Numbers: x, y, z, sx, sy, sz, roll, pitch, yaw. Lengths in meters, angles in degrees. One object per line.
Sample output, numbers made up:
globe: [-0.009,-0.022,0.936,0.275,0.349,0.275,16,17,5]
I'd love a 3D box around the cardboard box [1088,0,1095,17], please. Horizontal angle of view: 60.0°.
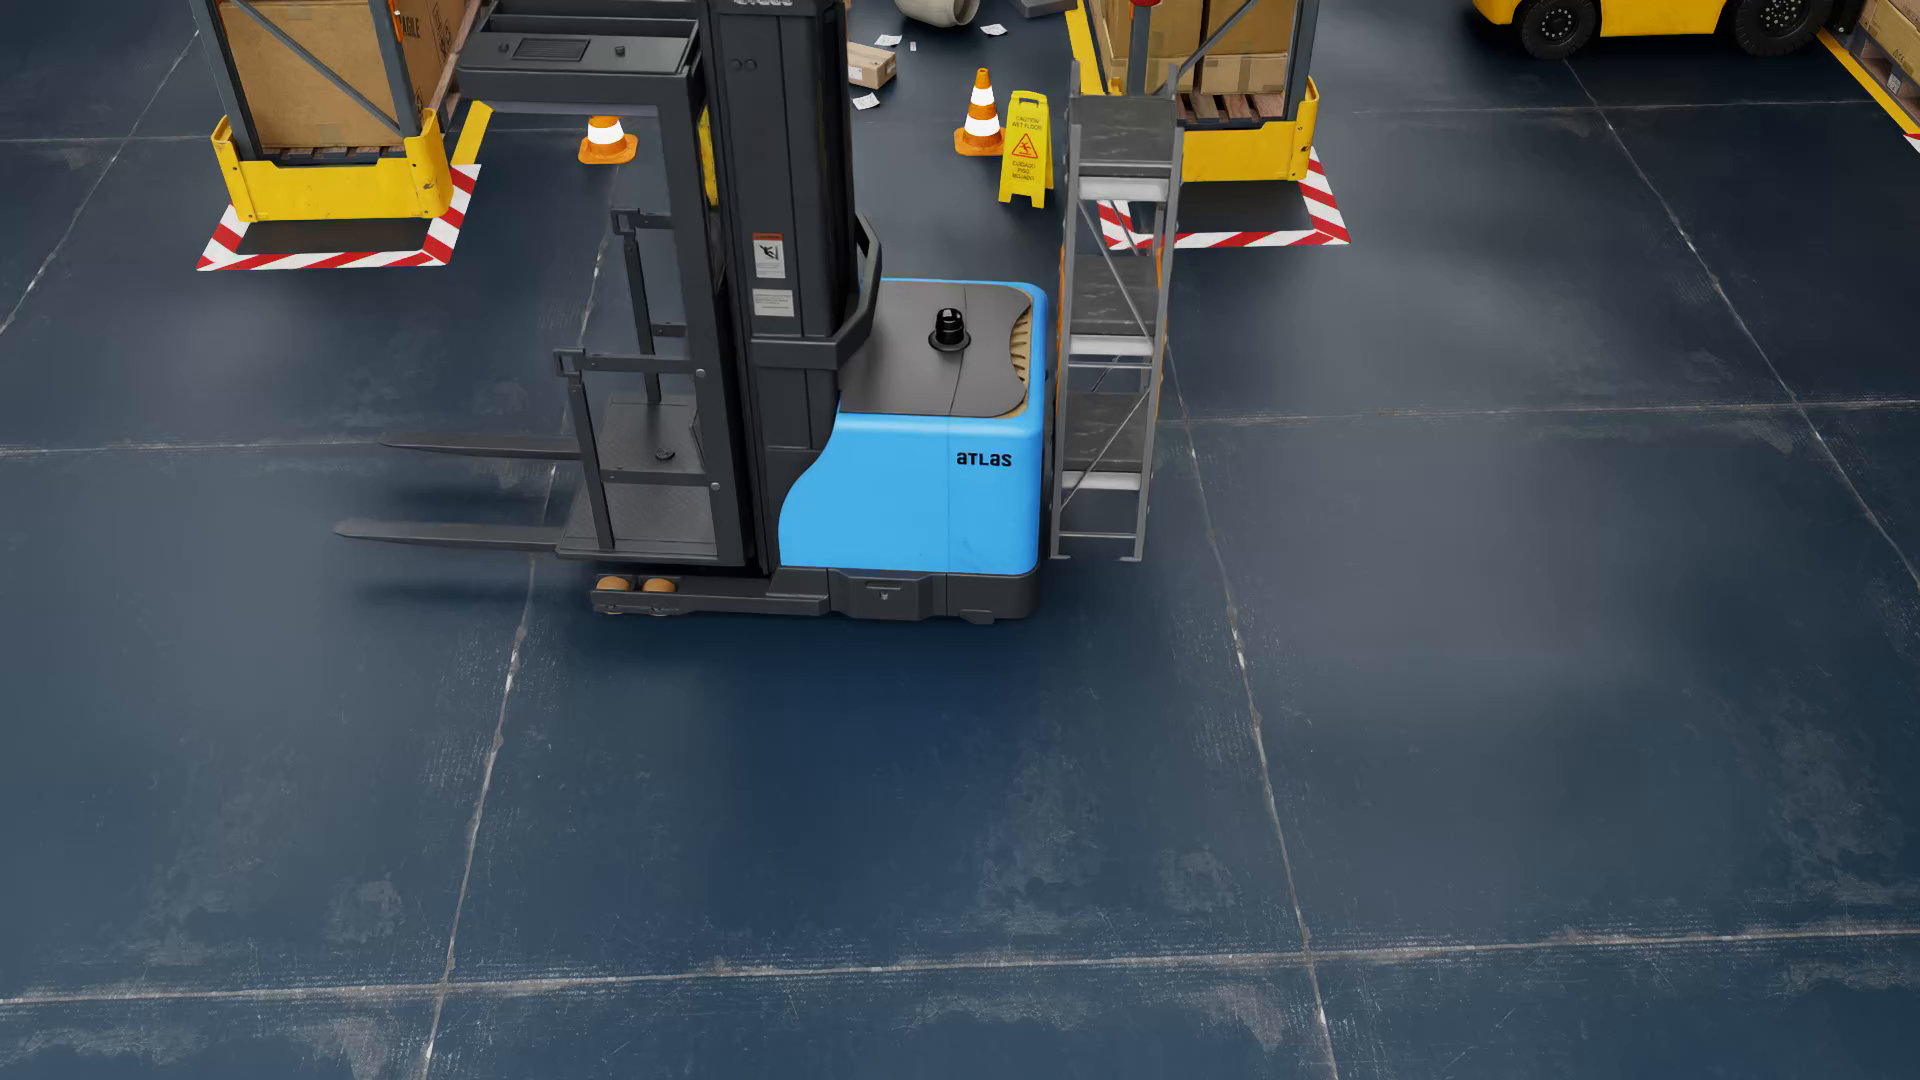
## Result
cardboard box: [1.098,-3.632,10.866,0.500,0.250,0.500,-3,43,-3]

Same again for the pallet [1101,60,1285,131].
pallet: [1.440,-2.822,10.323,1.003,0.211,1.213,-2,43,-2]

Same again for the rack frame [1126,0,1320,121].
rack frame: [1.443,-3.250,8.725,1.000,3.000,0.127,-2,43,-2]

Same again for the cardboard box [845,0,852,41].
cardboard box: [-1.161,-3.443,10.783,0.797,0.503,0.637,-32,51,-30]

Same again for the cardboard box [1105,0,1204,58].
cardboard box: [1.148,-3.201,9.841,0.500,0.500,0.500,-1,43,-2]

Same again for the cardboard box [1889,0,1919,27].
cardboard box: [6.058,-3.379,10.220,0.500,0.250,0.500,-2,43,-2]

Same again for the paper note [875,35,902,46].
paper note: [-0.472,-3.310,10.996,0.148,0.019,0.142,12,44,13]

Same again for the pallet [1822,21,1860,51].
pallet: [6.279,-3.703,11.284,1.003,0.211,1.213,-2,43,-2]

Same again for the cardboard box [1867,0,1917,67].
cardboard box: [6.055,-3.180,10.373,0.500,0.250,0.500,-2,43,-2]

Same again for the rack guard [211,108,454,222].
rack guard: [-3.497,-2.102,9.323,1.175,0.500,0.348,-2,43,-2]

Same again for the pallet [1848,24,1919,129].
pallet: [6.328,-2.882,10.387,1.003,0.211,1.213,-2,43,-2]

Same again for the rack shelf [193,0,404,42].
rack shelf: [-3.583,-4.124,10.212,1.077,0.370,4.000,-2,43,-2]

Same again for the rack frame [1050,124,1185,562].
rack frame: [0.596,-0.689,6.598,0.400,2.100,0.015,2,43,2]

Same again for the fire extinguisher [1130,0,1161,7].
fire extinguisher: [0.987,-3.131,8.652,0.296,0.674,0.183,-2,43,-2]

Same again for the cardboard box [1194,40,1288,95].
cardboard box: [1.685,-2.943,10.115,0.500,0.250,0.500,-2,43,-2]

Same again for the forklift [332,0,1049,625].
forklift: [-1.155,-1.111,6.442,3.031,2.935,1.130,2,43,3]

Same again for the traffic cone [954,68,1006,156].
traffic cone: [0.136,-2.568,9.859,0.336,0.463,0.334,-2,43,-2]

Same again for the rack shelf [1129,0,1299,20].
rack shelf: [1.358,-4.335,10.441,1.077,0.370,4.000,-2,43,-2]

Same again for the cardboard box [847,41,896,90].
cardboard box: [-0.631,-3.025,10.590,0.380,0.149,0.250,19,46,20]

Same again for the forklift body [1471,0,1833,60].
forklift body: [4.499,-4.310,10.509,2.313,2.155,1.214,-2,43,-2]

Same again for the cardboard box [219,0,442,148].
cardboard box: [-3.593,-2.867,9.569,0.875,0.875,0.875,-1,43,-2]

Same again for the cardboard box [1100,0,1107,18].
cardboard box: [1.123,-3.553,10.225,0.500,0.500,0.500,0,43,0]

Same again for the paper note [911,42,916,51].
paper note: [-0.308,-3.247,10.935,0.032,0.001,0.123,-2,43,-2]

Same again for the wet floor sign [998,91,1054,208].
wet floor sign: [0.382,-2.223,9.347,0.267,0.644,0.232,12,44,13]

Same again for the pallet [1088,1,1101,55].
pallet: [1.392,-3.644,11.219,1.003,0.211,1.213,-2,43,-2]

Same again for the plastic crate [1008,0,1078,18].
plastic crate: [0.520,-3.790,11.476,0.402,0.080,0.583,-16,45,-16]

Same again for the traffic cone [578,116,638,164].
traffic cone: [-2.102,-2.503,9.788,0.336,0.463,0.334,-2,43,-2]

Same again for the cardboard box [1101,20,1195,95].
cardboard box: [1.139,-2.945,10.117,0.500,0.250,0.500,-2,43,-2]

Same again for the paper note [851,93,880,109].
paper note: [-0.586,-2.736,10.362,0.148,0.019,0.142,-16,45,-16]

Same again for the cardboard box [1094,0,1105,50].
cardboard box: [1.126,-3.279,10.481,0.500,0.250,0.500,-1,43,-2]

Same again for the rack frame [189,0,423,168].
rack frame: [-3.498,-3.039,8.496,1.000,3.000,0.127,-2,43,-2]

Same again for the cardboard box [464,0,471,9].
cardboard box: [-3.669,-4.076,10.889,0.875,0.875,0.875,-1,43,-1]

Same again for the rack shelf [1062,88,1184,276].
rack shelf: [0.608,-1.360,6.314,0.431,0.518,0.480,2,43,2]

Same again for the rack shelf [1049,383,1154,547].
rack shelf: [0.608,-0.328,7.260,0.431,0.518,0.480,2,43,2]

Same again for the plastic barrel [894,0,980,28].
plastic barrel: [-0.158,-3.651,11.069,0.512,0.421,0.421,27,49,27]

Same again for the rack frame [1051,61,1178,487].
rack frame: [0.619,-1.019,6.957,0.400,2.100,0.015,2,43,2]

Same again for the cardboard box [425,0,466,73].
cardboard box: [-3.633,-3.461,10.217,0.875,0.875,0.875,-2,43,-2]

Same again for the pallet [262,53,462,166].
pallet: [-3.611,-2.549,10.024,1.003,0.211,1.213,-2,43,-2]

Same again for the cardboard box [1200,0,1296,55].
cardboard box: [1.683,-3.236,9.879,0.500,0.500,0.500,-3,43,-3]

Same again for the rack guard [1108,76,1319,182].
rack guard: [1.440,-2.379,9.626,1.175,0.500,0.348,-2,43,-2]

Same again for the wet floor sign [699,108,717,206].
wet floor sign: [-1.519,-2.209,9.332,0.267,0.644,0.232,-8,43,-9]

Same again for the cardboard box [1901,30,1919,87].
cardboard box: [6.066,-2.844,10.007,0.500,0.250,0.500,-1,43,-1]

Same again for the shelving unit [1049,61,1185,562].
shelving unit: [0.608,-0.854,6.778,0.431,2.100,0.503,2,43,2]

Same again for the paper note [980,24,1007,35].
paper note: [0.228,-3.412,11.100,0.142,0.019,0.148,-16,45,-16]

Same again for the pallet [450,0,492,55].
pallet: [-3.659,-3.371,10.921,1.003,0.211,1.213,-2,43,-2]

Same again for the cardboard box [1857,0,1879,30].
cardboard box: [6.042,-3.518,10.742,0.500,0.250,0.500,-1,43,-1]

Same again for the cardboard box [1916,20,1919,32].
cardboard box: [6.069,-3.040,9.850,0.500,0.250,0.500,-2,43,-2]

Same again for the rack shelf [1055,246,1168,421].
rack shelf: [0.608,-0.844,6.787,0.431,0.518,0.480,2,43,2]
